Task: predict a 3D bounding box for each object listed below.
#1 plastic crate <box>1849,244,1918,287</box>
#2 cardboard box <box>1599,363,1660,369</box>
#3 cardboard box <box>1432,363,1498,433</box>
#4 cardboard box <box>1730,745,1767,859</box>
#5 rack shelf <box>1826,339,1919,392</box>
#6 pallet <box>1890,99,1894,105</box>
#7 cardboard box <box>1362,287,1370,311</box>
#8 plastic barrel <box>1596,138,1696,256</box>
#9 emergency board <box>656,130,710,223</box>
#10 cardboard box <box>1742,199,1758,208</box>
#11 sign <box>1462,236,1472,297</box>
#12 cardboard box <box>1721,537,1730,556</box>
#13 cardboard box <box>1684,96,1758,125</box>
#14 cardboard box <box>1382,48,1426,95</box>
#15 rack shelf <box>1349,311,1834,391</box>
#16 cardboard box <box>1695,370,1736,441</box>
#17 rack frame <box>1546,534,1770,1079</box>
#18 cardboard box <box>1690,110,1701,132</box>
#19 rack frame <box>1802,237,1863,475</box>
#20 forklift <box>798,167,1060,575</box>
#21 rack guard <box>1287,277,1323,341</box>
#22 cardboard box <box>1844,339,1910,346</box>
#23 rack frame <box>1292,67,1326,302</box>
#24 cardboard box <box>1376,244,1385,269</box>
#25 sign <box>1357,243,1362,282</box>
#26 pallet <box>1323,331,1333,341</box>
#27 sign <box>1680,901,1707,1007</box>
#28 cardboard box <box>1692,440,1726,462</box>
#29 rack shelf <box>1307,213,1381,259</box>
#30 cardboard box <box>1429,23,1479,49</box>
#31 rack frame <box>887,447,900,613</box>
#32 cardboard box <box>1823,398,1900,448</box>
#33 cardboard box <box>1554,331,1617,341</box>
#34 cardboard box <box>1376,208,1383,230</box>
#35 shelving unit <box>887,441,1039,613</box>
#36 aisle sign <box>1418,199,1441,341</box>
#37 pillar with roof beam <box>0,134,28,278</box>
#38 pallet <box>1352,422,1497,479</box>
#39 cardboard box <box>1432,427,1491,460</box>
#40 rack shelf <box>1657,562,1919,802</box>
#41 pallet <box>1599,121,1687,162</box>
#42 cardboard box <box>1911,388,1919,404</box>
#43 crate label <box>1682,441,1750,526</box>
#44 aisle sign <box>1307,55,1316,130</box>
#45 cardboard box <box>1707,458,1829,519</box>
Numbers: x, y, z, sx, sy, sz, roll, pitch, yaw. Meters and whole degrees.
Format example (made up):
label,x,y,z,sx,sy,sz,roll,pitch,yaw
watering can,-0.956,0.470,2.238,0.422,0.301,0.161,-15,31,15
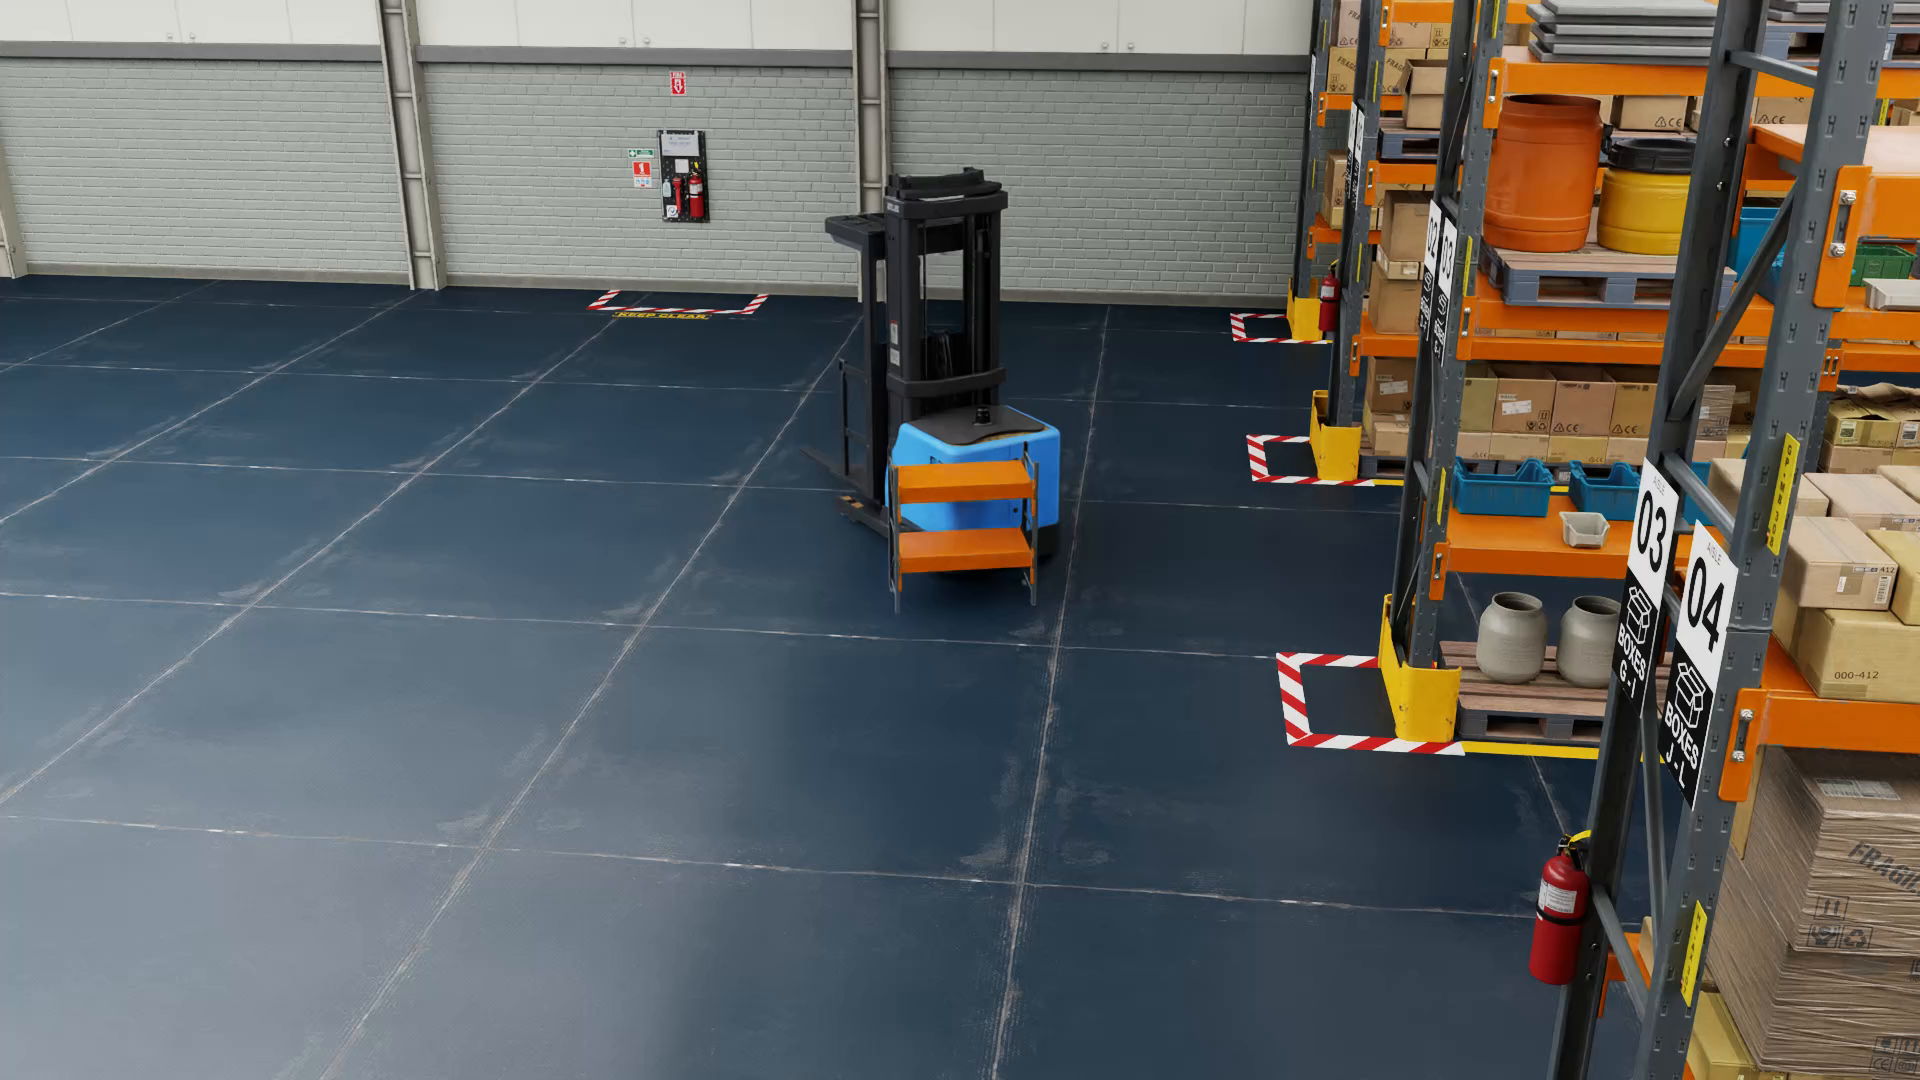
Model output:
label,x,y,z,sx,sy,sz,roll,pitch,yaw
plastic crate,5.341,-1.621,9.829,0.450,0.188,0.336,2,22,6
cardboard box,6.046,-1.409,15.231,0.500,0.500,0.500,2,22,6
cardboard box,4.494,-1.279,14.903,0.500,0.500,0.500,2,22,6
cardboard box,2.896,0.762,5.692,0.500,0.500,0.500,2,22,6
rack shelf,9.449,-1.545,14.405,4.000,0.370,1.077,2,22,6
pallet,9.673,-4.973,18.273,1.003,0.211,1.213,2,22,6
cardboard box,4.746,-2.839,19.759,0.500,0.311,0.500,0,22,0
plastic barrel,4.051,-2.005,9.685,0.600,0.588,0.600,0,22,0
emergency board,-3.541,-4.613,21.189,0.643,1.169,0.194,2,22,6
cardboard box,6.520,-2.654,14.332,0.500,0.500,0.700,2,22,6
sign,2.835,-1.529,9.295,0.005,0.325,0.100,2,22,6
cardboard box,2.830,0.081,5.439,0.500,0.250,0.500,3,22,8
cardboard box,6.458,-3.721,14.211,0.500,0.311,0.500,1,22,3
cardboard box,4.902,-5.256,18.572,0.500,0.500,0.500,4,22,10
rack shelf,5.477,-1.718,14.843,4.000,0.370,1.077,2,22,6
cardboard box,6.482,-1.197,14.696,0.500,0.500,0.500,2,22,6
rack frame,2.321,1.478,5.781,0.127,3.000,1.000,2,22,6
cardboard box,6.233,-3.457,13.763,0.250,0.149,0.380,2,22,6
rack frame,7.463,-1.966,14.492,0.127,3.000,1.000,2,22,6
forklift,-0.403,-1.592,13.639,1.130,2.935,3.031,-13,25,-29
rack guard,4.145,-2.782,19.956,0.348,0.500,1.175,2,22,6
cardboard box,7.957,-1.891,14.506,0.500,0.250,0.500,4,22,10
rack frame,4.070,-3.947,19.504,0.127,3.000,1.000,2,22,6
cardboard box,3.893,-2.540,14.926,0.250,0.149,0.380,2,22,5
sign,3.419,-2.376,14.244,0.005,0.325,0.100,2,22,6
pallet,4.948,-2.599,19.887,1.213,0.211,1.003,2,22,6
sign,2.257,1.273,5.121,0.005,0.325,0.100,2,22,6
cardboard box,6.481,-0.848,14.833,0.500,0.250,0.500,2,22,6
rack shelf,6.056,-3.526,19.418,4.000,0.370,1.077,2,22,6
cardboard box,5.426,-5.700,18.333,0.500,0.500,0.500,3,22,8
rack frame,-0.488,-0.074,12.257,0.032,1.125,0.500,-3,22,-7
cardboard box,7.844,-1.034,14.542,0.500,0.311,0.500,3,22,6
cardboard box,5.490,-2.094,14.681,0.500,0.500,0.700,3,22,8
cardboard box,5.035,-3.733,19.138,0.500,0.250,0.500,2,22,5
shelving unit,0.016,-0.099,12.321,1.048,1.125,0.538,-3,22,-7
aisle sign,2.868,-1.651,10.160,0.004,0.787,0.394,2,22,6
pillar with roof beam,-13.515,-6.230,17.118,0.400,9.000,9.100,2,22,6
pallet,4.255,-0.824,15.397,1.213,0.211,1.003,2,22,6
cardboard box,4.494,-0.931,15.042,0.500,0.250,0.500,2,22,6
rack shelf,4.307,0.504,5.143,4.000,0.370,1.077,2,22,6
pallet,5.405,-3.401,14.162,1.213,0.211,1.003,2,22,6
cardboard box,8.912,-1.187,14.929,0.500,0.311,0.500,2,22,6
crate label,4.764,-0.366,10.397,0.616,0.435,0.502,2,22,6
aisle sign,3.963,-5.050,18.757,0.004,0.787,0.394,2,22,6
cardboard box,2.634,-0.135,5.442,0.250,0.149,0.380,2,22,6
